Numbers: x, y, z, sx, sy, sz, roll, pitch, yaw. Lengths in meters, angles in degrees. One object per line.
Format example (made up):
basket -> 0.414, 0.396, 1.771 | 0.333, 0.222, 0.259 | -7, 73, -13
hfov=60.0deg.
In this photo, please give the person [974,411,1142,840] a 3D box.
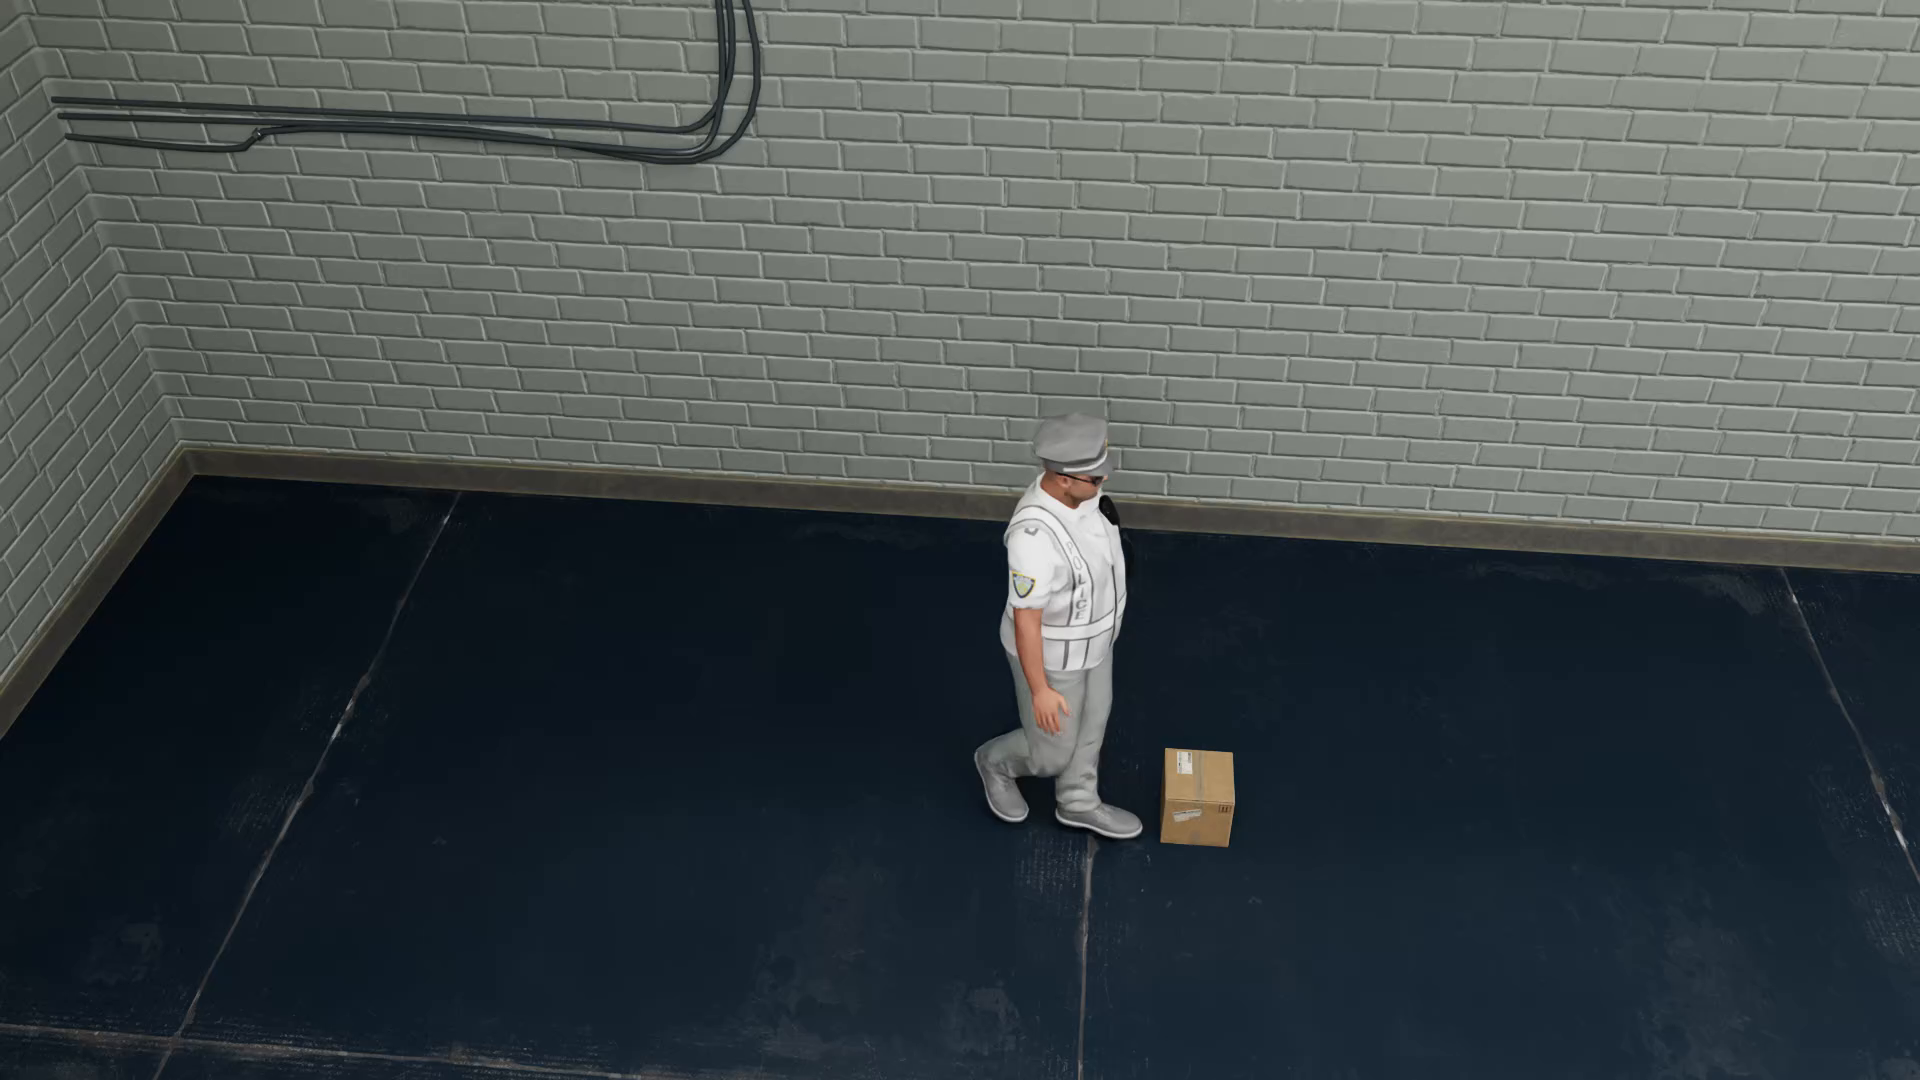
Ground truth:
person -> 0.355, 0.357, 5.707 | 0.662, 1.741, 0.608 | 21, 44, 23
